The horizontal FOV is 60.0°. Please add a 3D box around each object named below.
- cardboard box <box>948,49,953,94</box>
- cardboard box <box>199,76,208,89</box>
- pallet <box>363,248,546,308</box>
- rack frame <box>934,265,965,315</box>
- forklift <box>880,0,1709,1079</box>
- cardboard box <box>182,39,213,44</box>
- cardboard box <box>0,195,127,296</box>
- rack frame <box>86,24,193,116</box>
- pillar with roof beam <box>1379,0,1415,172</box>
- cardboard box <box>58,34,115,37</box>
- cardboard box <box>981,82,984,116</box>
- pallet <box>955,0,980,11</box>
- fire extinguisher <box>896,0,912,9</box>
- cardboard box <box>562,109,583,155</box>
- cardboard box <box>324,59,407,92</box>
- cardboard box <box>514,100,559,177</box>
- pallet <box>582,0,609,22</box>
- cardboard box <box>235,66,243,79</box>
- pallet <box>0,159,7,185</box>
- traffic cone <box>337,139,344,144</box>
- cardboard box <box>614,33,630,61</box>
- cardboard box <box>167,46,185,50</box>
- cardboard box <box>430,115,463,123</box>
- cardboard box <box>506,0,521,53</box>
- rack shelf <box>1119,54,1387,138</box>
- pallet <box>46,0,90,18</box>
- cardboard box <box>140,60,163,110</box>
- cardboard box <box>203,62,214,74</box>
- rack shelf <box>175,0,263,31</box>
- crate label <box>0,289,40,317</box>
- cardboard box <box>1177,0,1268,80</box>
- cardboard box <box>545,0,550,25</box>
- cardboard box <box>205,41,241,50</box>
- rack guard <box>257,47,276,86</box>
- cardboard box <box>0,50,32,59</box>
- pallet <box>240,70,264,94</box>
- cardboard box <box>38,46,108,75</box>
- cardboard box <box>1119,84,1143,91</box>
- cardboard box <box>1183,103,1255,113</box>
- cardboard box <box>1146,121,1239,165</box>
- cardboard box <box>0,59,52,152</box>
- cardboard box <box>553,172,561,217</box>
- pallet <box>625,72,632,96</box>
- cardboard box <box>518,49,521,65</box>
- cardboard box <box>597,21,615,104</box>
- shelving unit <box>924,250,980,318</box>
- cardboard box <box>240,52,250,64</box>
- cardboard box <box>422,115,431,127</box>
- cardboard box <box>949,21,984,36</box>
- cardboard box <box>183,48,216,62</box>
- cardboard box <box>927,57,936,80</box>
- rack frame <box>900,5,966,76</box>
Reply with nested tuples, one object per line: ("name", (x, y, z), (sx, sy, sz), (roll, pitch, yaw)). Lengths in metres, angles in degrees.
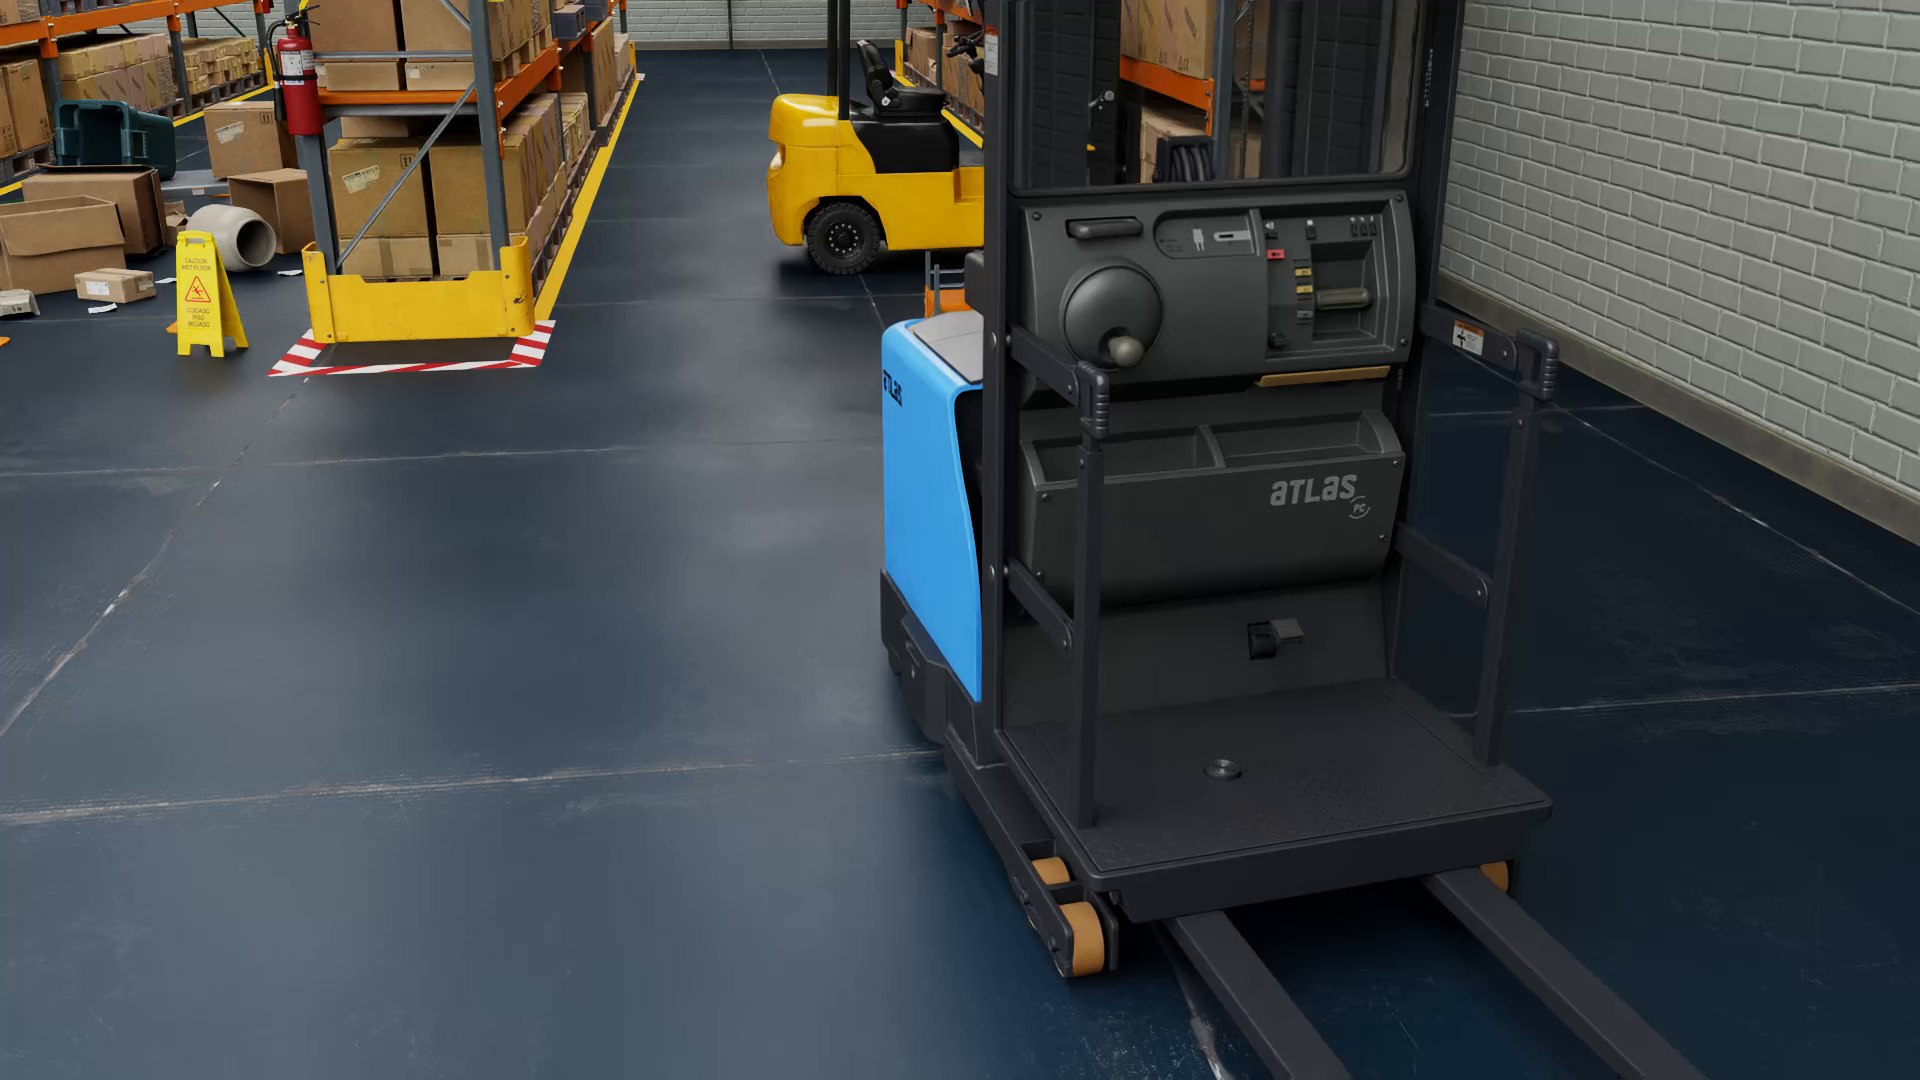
("cardboard box", (0.137, -5.610, 19.923), (0.500, 0.500, 0.500), (-3, 21, -8))
("cardboard box", (-9.452, -5.590, 20.371), (0.380, 0.149, 0.250), (-3, 21, -8))
("pallet", (-3.071, -1.544, 10.049), (1.003, 0.211, 1.213), (-3, 21, -8))
("rack frame", (0.010, -0.468, 5.969), (0.200, 1.050, 0.008), (-3, 21, -8))
("forklift", (0.657, -0.566, 3.544), (1.130, 2.935, 3.031), (-6, 21, -15))
("cardboard box", (-10.270, -6.648, 22.353), (0.380, 0.149, 0.250), (-3, 21, -7))
("cardboard box", (-5.737, -1.852, 10.456), (0.637, 0.503, 0.797), (17, 27, 39))
("rack frame", (-9.592, -6.411, 19.094), (1.000, 3.000, 0.127), (-3, 21, -8))
("pillar with roof beam", (-1.536, -5.672, 8.542), (9.100, 9.000, 0.400), (-3, 21, -8))
("cardboard box", (-9.747, -5.519, 18.606), (0.500, 0.250, 0.500), (-4, 21, -10))
("cardboard box", (0.506, -4.724, 17.549), (0.500, 0.500, 0.500), (-2, 21, -6))
("pallet", (0.613, -5.704, 17.475), (1.213, 0.211, 1.003), (-3, 21, -8))
("fire extinguisher", (-0.852, -8.149, 24.391), (0.296, 0.674, 0.183), (-3, 21, -8))
("cardboard box", (-3.842, -3.563, 14.623), (0.950, 0.372, 0.625), (-2, 21, -6))
("cardboard box", (-3.244, -2.542, 9.094), (0.380, 0.149, 0.250), (-2, 21, -6))
("cardboard box", (-3.129, -2.819, 11.733), (0.500, 0.500, 0.500), (-3, 21, -7))
("pallet", (-3.923, -4.980, 15.536), (1.213, 0.211, 1.003), (-3, 21, -8))
("cardboard box", (-9.649, -6.136, 21.832), (0.380, 0.149, 0.250), (-4, 21, -10))
("pallet", (-8.804, -3.022, 14.005), (1.003, 0.211, 1.213), (-3, 21, -8))
("traffic cone", (-5.119, -3.096, 13.845), (0.336, 0.463, 0.334), (-3, 21, -8))
("cardboard box", (-5.091, -6.854, 23.341), (0.875, 0.438, 0.875), (-4, 21, -10))
("cardboard box", (-10.089, -6.201, 21.155), (0.380, 0.149, 0.250), (-3, 21, -8))
("cardboard box", (-3.575, -2.604, 11.158), (0.500, 0.500, 0.500), (-2, 21, -5))
("cardboard box", (-2.850, -3.084, 9.619), (0.500, 0.500, 0.500), (-2, 21, -6))
("rack shelf", (1.645, -3.148, 11.386), (1.077, 0.370, 4.000), (-3, 21, -8))
("pallet", (-9.223, -5.178, 16.066), (1.213, 0.211, 1.003), (-3, 21, -8))
("cardboard box", (-9.162, -5.016, 18.331), (0.500, 0.500, 0.500), (-3, 21, -9))
("cardboard box", (-9.576, -5.909, 20.799), (0.380, 0.149, 0.250), (-2, 21, -5))
("rack shelf", (-9.880, -6.767, 21.074), (1.077, 0.370, 4.000), (-3, 21, -8))
("crate label", (-5.541, -1.379, 9.713), (0.250, 0.136, 0.298), (-15, 25, -35))
("cardboard box", (1.602, -2.997, 9.809), (0.500, 0.500, 0.500), (-3, 21, -9))
("cardboard box", (-3.245, -3.971, 11.993), (0.500, 0.500, 0.500), (-3, 21, -9))
("cardboard box", (-9.724, -6.499, 21.955), (0.380, 0.149, 0.250), (-4, 21, -10))
("rack guard", (-10.158, -6.599, 23.169), (1.175, 0.500, 0.348), (-3, 21, -8))
("cardboard box", (-9.373, -4.627, 16.218), (0.500, 0.250, 0.500), (-3, 21, -9))
("pallet", (-10.075, -6.180, 22.462), (1.003, 0.211, 1.213), (-3, 21, -8))
("cardboard box", (-8.948, -4.830, 16.761), (0.500, 0.250, 0.500), (-3, 21, -8))
("cardboard box", (1.116, -3.371, 12.856), (0.500, 0.250, 0.500), (-3, 21, -9))
("cardboard box", (1.847, -2.870, 11.514), (0.500, 0.250, 0.500), (-3, 21, -9))
("cardboard box", (1.479, -2.490, 10.496), (0.500, 0.250, 0.500), (-3, 21, -7))
("cardboard box", (-9.017, -3.954, 15.130), (1.050, 0.750, 0.750), (-3, 21, -8))
("cardboard box", (-3.117, -2.460, 11.844), (0.500, 0.250, 0.500), (-3, 21, -9))
("pallet", (-4.919, -6.080, 22.193), (1.003, 0.211, 1.213), (-3, 21, -8))
("cardboard box", (-2.999, -3.093, 10.570), (0.380, 0.149, 0.250), (-3, 21, -9))
("cardboard box", (-4.402, -5.374, 18.754), (0.875, 0.875, 0.875), (-2, 21, -6))
("shelving unit", (-0.008, -0.510, 6.082), (0.215, 1.050, 0.252), (-3, 21, -8))
("cardboard box", (-9.733, -6.448, 22.243), (0.380, 0.149, 0.250), (-4, 21, -10))
("cardboard box", (-3.541, -2.671, 10.412), (0.380, 0.149, 0.250), (-2, 21, -5))
("cardboard box", (0.076, -6.191, 20.126), (0.380, 0.149, 0.250), (-4, 21, -10))
("cardboard box", (-9.519, -6.046, 20.740), (0.380, 0.149, 0.250), (-2, 21, -7))
("cardboard box", (-0.219, -6.165, 21.743), (0.396, 0.266, 0.258), (-2, 21, -6))
("rack frame", (-0.373, -8.332, 24.238), (1.000, 3.000, 0.127), (-3, 21, -8))
